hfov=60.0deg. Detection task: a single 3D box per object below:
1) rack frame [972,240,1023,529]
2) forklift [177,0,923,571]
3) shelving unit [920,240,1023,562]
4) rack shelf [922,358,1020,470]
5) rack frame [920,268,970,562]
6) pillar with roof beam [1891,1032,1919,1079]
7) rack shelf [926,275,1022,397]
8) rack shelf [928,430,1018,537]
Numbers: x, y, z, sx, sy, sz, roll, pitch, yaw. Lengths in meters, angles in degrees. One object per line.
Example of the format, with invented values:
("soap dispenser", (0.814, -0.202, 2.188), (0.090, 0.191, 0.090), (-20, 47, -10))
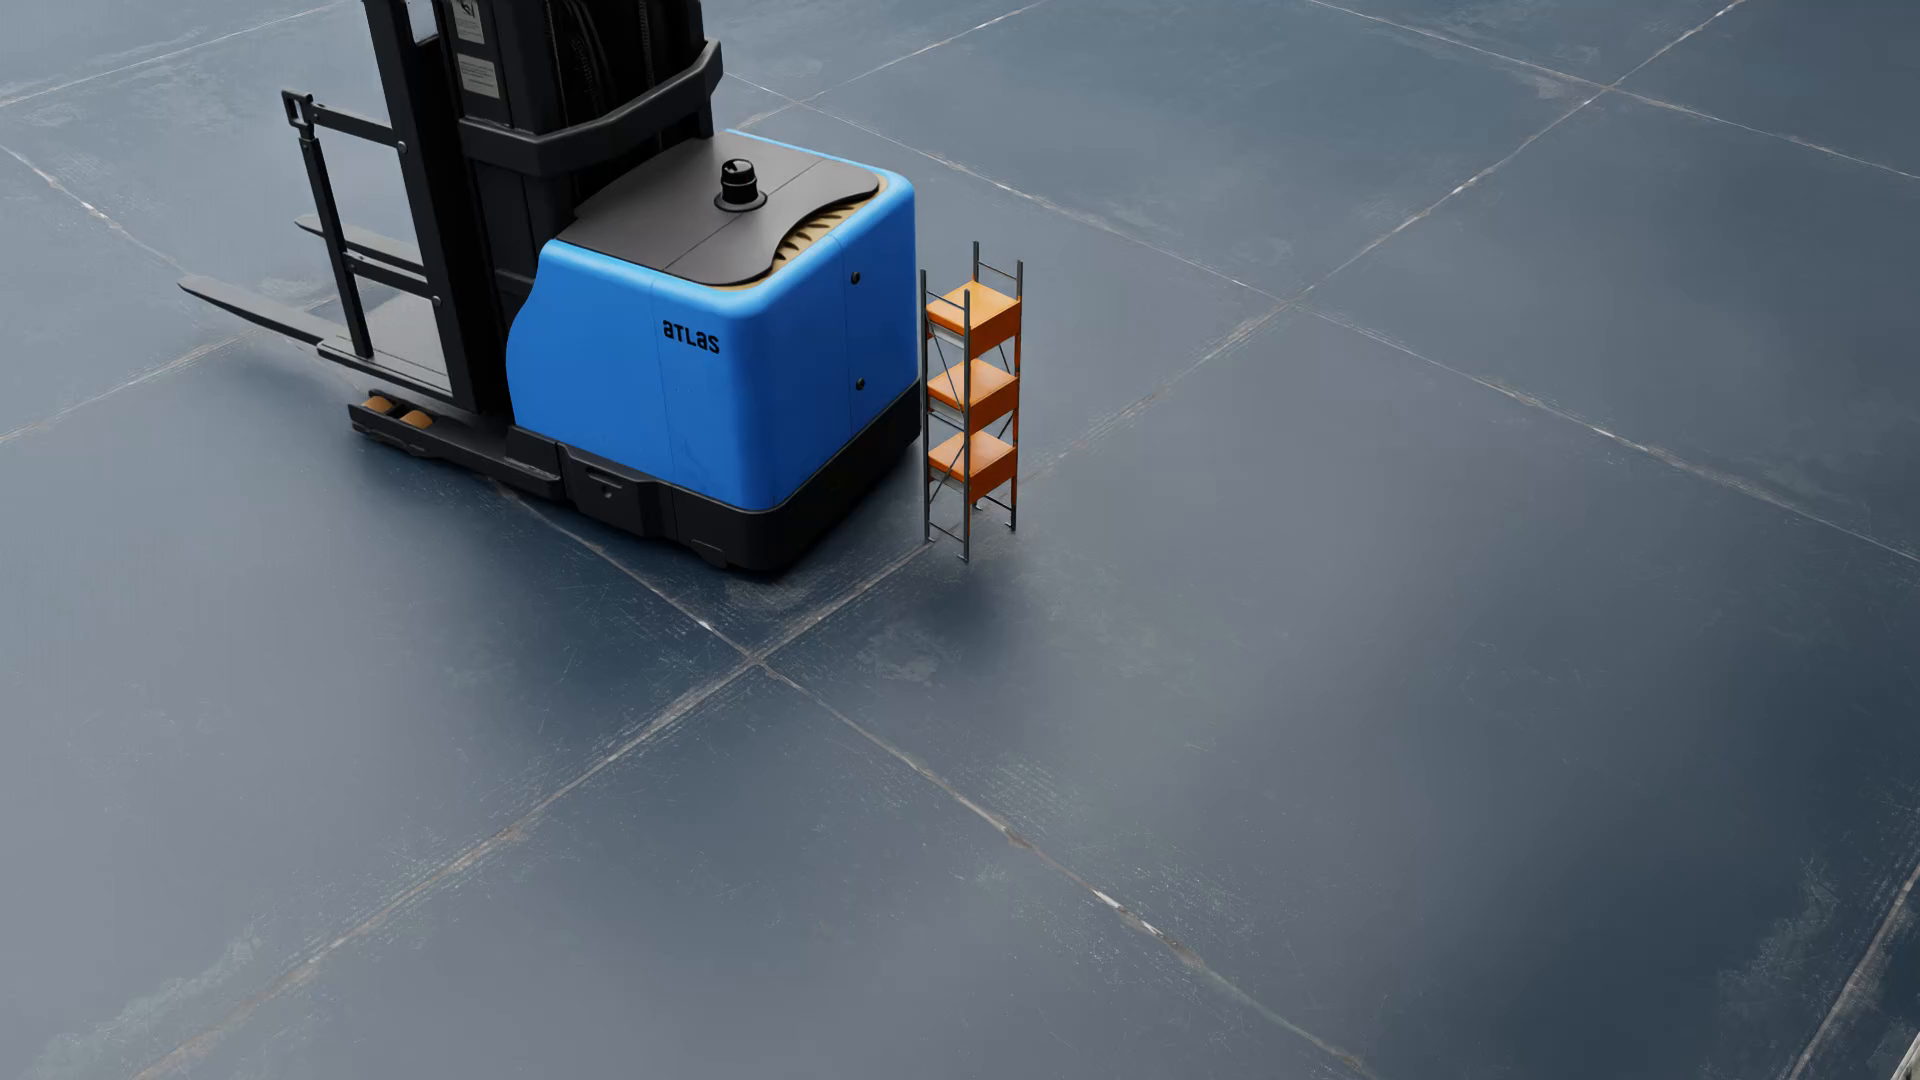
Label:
("rack frame", (0.118, -0.492, 5.514), (0.200, 1.050, 0.008), (30, 47, 32))
("forklift", (-1.671, -1.718, 5.545), (3.031, 2.935, 1.130), (20, 43, 23))
("shelving unit", (0.036, -0.436, 5.444), (0.215, 1.050, 0.252), (30, 47, 32))
("rack shelf", (0.036, -0.427, 5.450), (0.215, 0.259, 0.240), (30, 47, 32))
("rack frame", (-0.046, -0.379, 5.373), (0.200, 1.050, 0.008), (30, 47, 32))
("pillar with roof beam", (-1.372, -3.556, 2.982), (9.100, 9.000, 0.400), (30, 47, 32))
("rack shelf", (0.036, -0.649, 5.274), (0.215, 0.259, 0.240), (30, 47, 32))
("rack shelf", (0.036, -0.210, 5.623), (0.215, 0.259, 0.240), (30, 47, 32))
